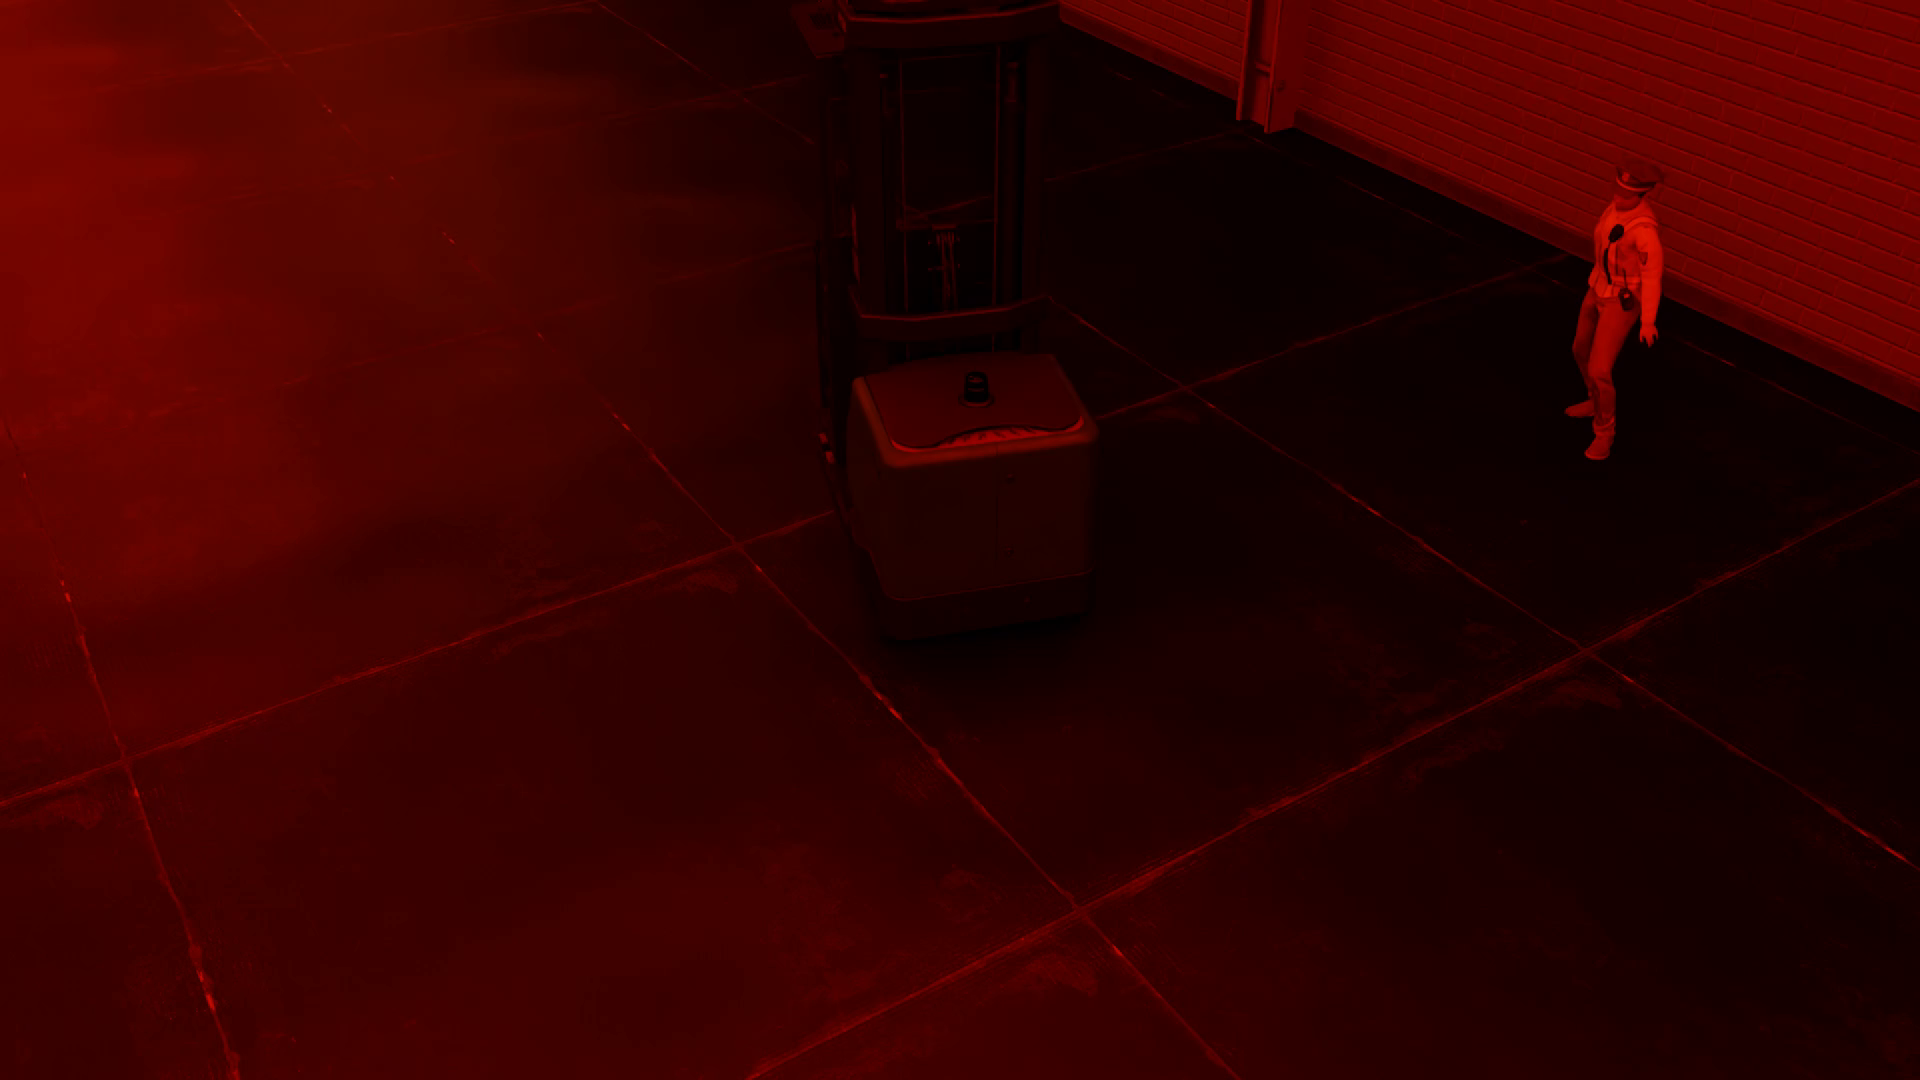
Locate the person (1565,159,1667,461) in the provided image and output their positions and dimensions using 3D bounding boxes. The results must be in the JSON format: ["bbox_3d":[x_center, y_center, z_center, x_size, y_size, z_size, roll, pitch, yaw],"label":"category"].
[{"bbox_3d":[3.628,-1.322,9.189,0.413,1.638,0.807,-2,35,-2],"label":"person"}]

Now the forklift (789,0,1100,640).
[{"bbox_3d":[-0.197,-1.568,8.380,1.130,2.935,3.031,-8,36,-11],"label":"forklift"}]
